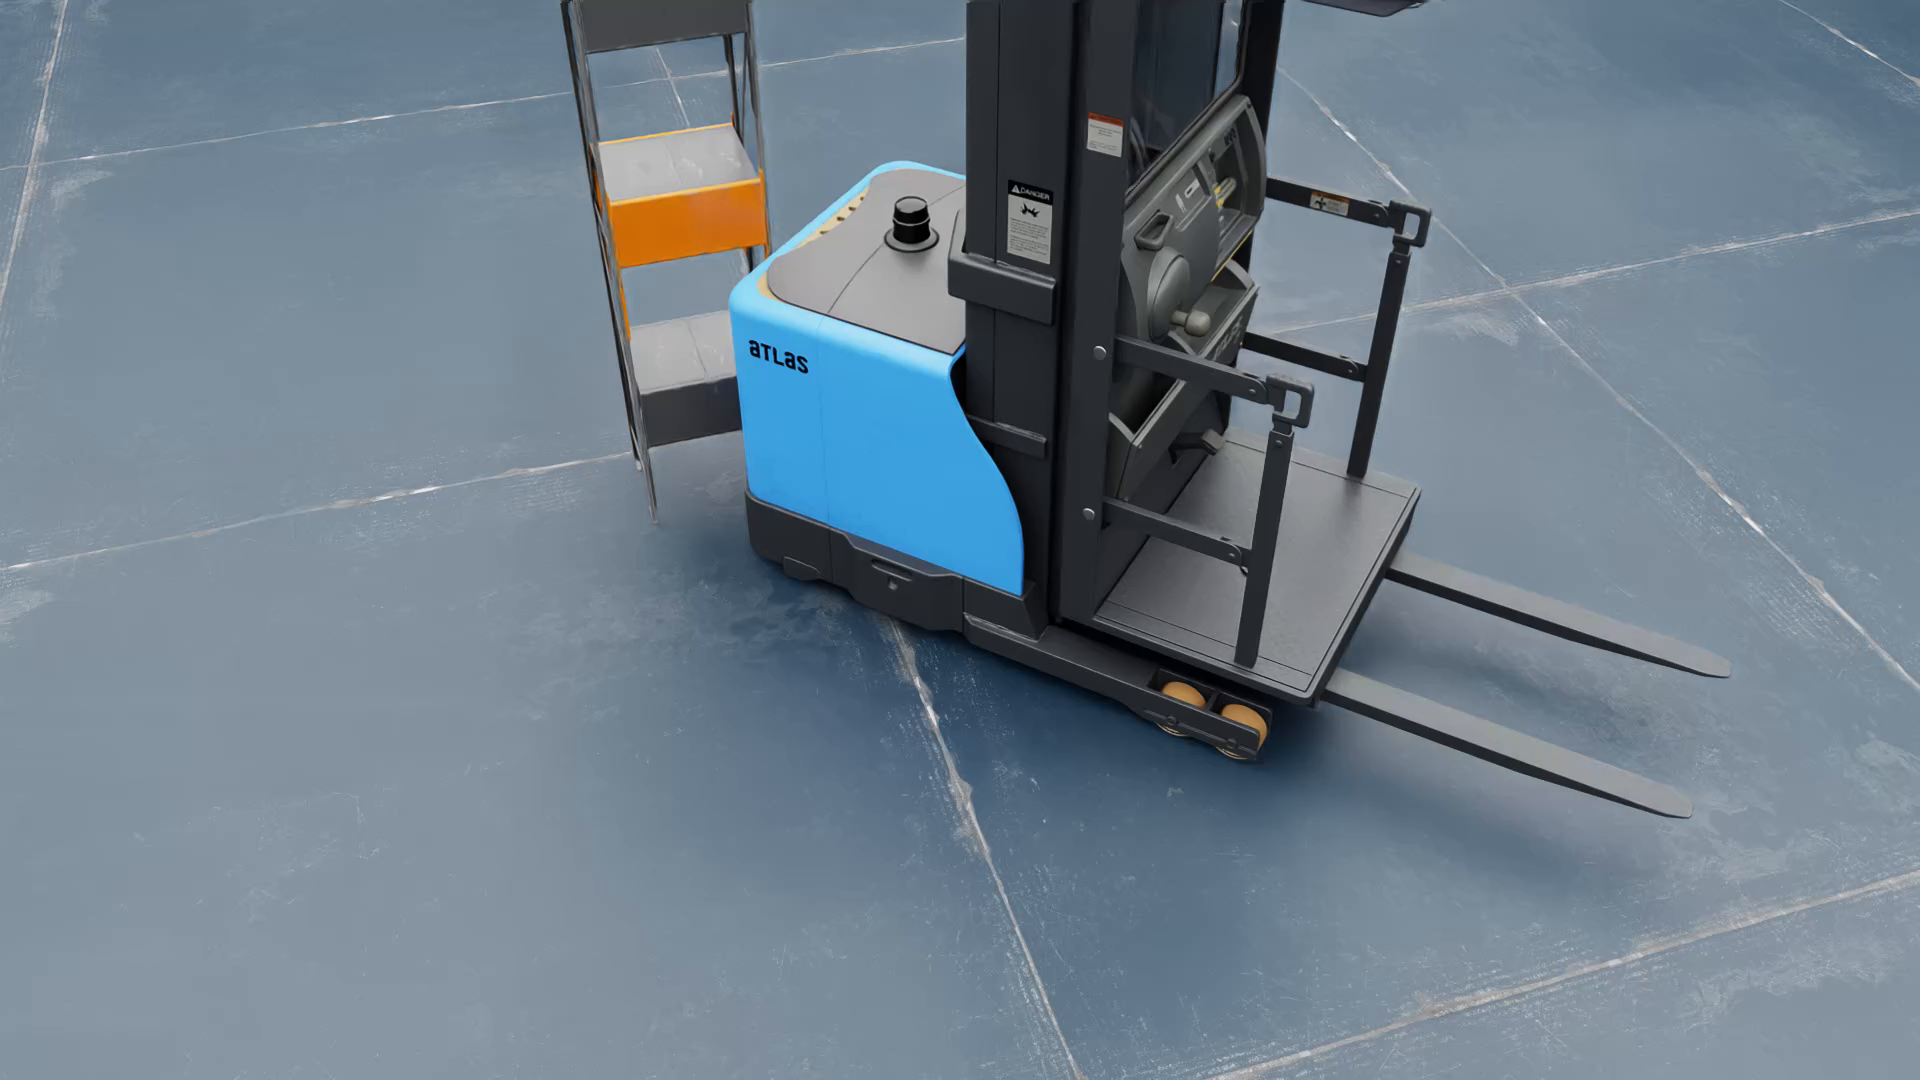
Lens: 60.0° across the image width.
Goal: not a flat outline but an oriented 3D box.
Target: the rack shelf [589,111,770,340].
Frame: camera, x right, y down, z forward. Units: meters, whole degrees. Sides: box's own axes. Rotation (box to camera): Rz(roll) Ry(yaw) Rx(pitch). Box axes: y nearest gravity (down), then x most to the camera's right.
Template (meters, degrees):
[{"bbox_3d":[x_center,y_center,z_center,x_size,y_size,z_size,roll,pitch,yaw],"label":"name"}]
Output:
[{"bbox_3d":[-0.894,-1.009,5.330,0.480,0.518,0.431,-12,43,-14],"label":"rack shelf"}]

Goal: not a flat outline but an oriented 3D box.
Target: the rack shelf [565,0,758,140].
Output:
[{"bbox_3d":[-0.894,-1.536,4.869,0.480,0.518,0.431,-12,43,-14],"label":"rack shelf"}]

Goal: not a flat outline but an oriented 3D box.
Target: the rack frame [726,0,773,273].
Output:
[{"bbox_3d":[-0.662,-1.070,5.379,0.015,2.100,0.400,-12,43,-14],"label":"rack frame"}]

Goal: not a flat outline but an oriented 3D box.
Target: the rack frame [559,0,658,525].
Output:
[{"bbox_3d":[-1.125,-0.969,5.263,0.015,2.100,0.400,-12,43,-14],"label":"rack frame"}]

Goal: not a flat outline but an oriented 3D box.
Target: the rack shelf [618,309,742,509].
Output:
[{"bbox_3d":[-0.894,-0.482,5.791,0.480,0.518,0.431,-12,43,-14],"label":"rack shelf"}]

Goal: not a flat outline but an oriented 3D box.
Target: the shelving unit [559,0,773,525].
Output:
[{"bbox_3d":[-0.894,-1.019,5.321,0.503,2.100,0.431,-12,43,-14],"label":"shelving unit"}]

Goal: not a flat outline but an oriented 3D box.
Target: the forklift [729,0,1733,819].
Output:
[{"bbox_3d":[0.829,-0.848,4.493,3.031,2.935,1.130,20,45,21],"label":"forklift"}]
